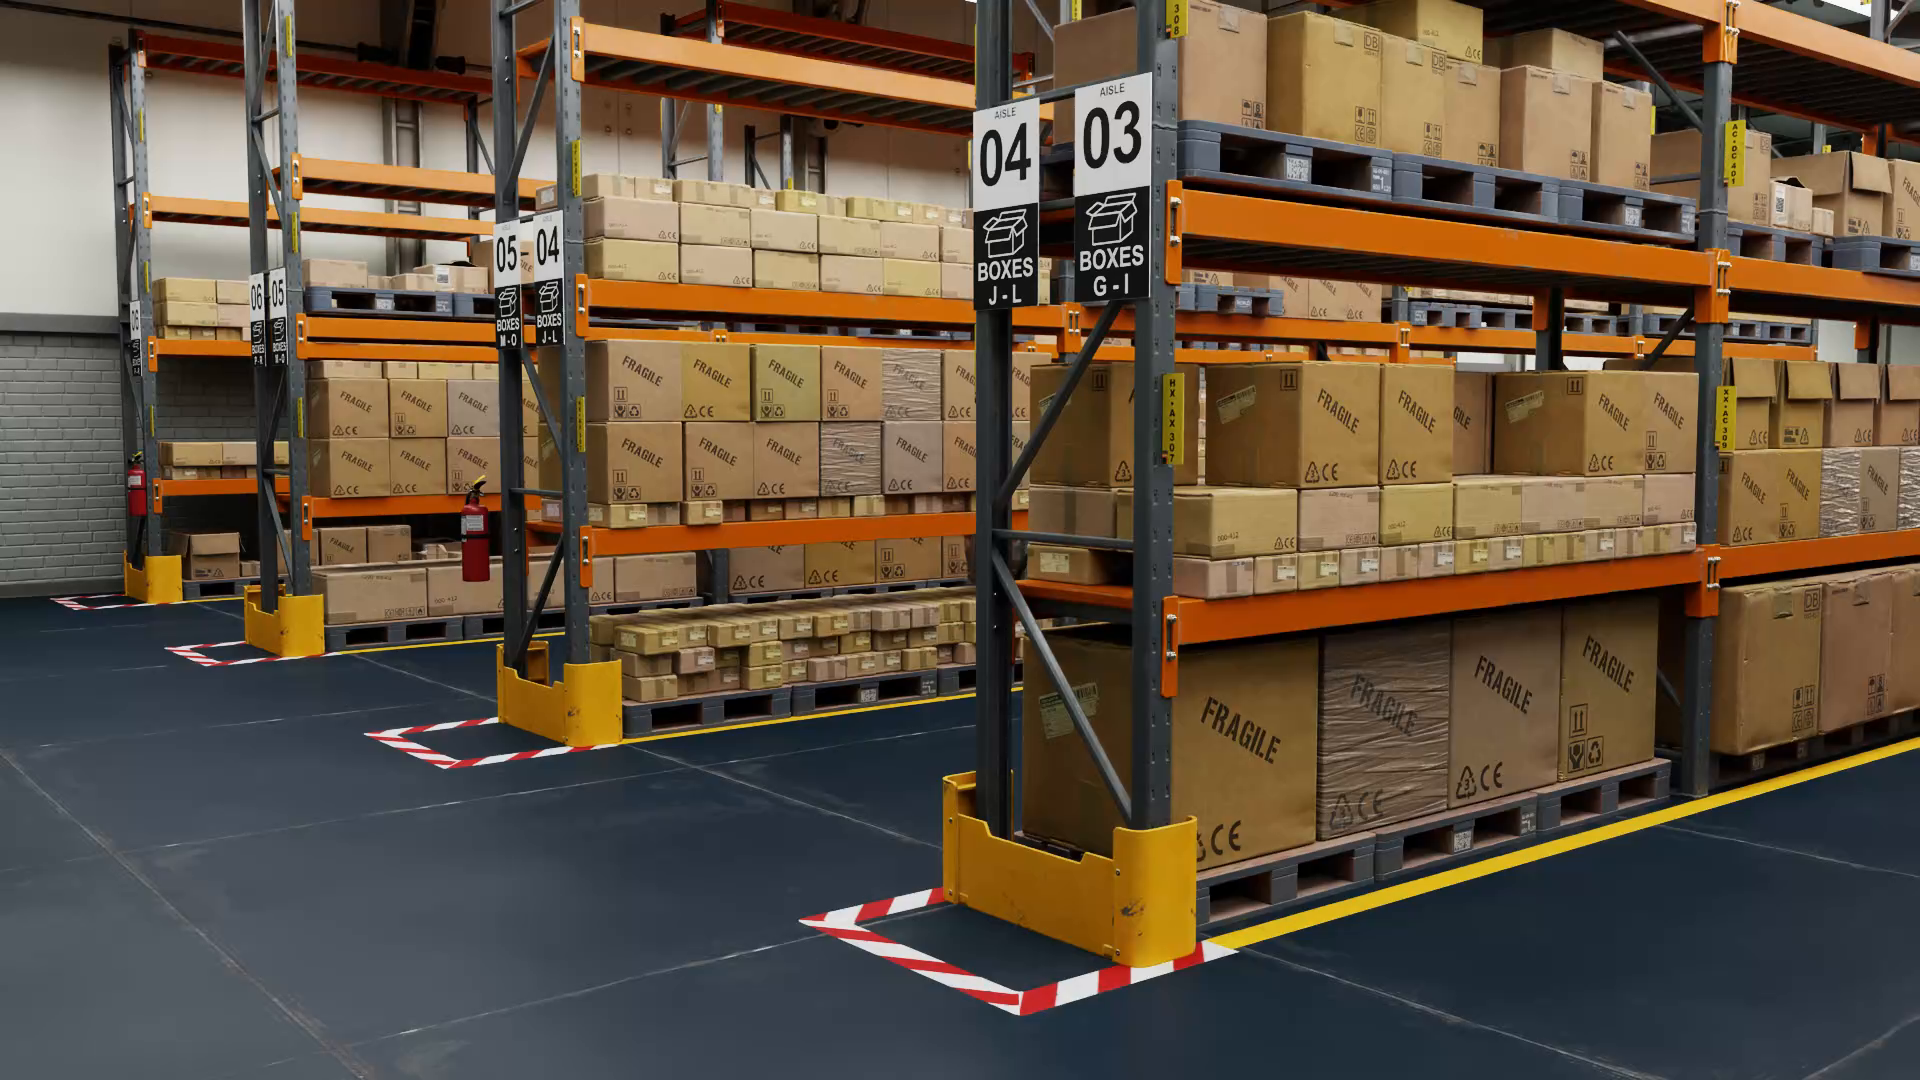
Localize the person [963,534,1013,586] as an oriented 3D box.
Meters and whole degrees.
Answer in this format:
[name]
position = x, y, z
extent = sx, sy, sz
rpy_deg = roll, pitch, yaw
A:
[person]
position = 0.248, 0.005, 15.199
extent = 0.533, 1.731, 0.359
rpy_deg = -3, 5, -37
